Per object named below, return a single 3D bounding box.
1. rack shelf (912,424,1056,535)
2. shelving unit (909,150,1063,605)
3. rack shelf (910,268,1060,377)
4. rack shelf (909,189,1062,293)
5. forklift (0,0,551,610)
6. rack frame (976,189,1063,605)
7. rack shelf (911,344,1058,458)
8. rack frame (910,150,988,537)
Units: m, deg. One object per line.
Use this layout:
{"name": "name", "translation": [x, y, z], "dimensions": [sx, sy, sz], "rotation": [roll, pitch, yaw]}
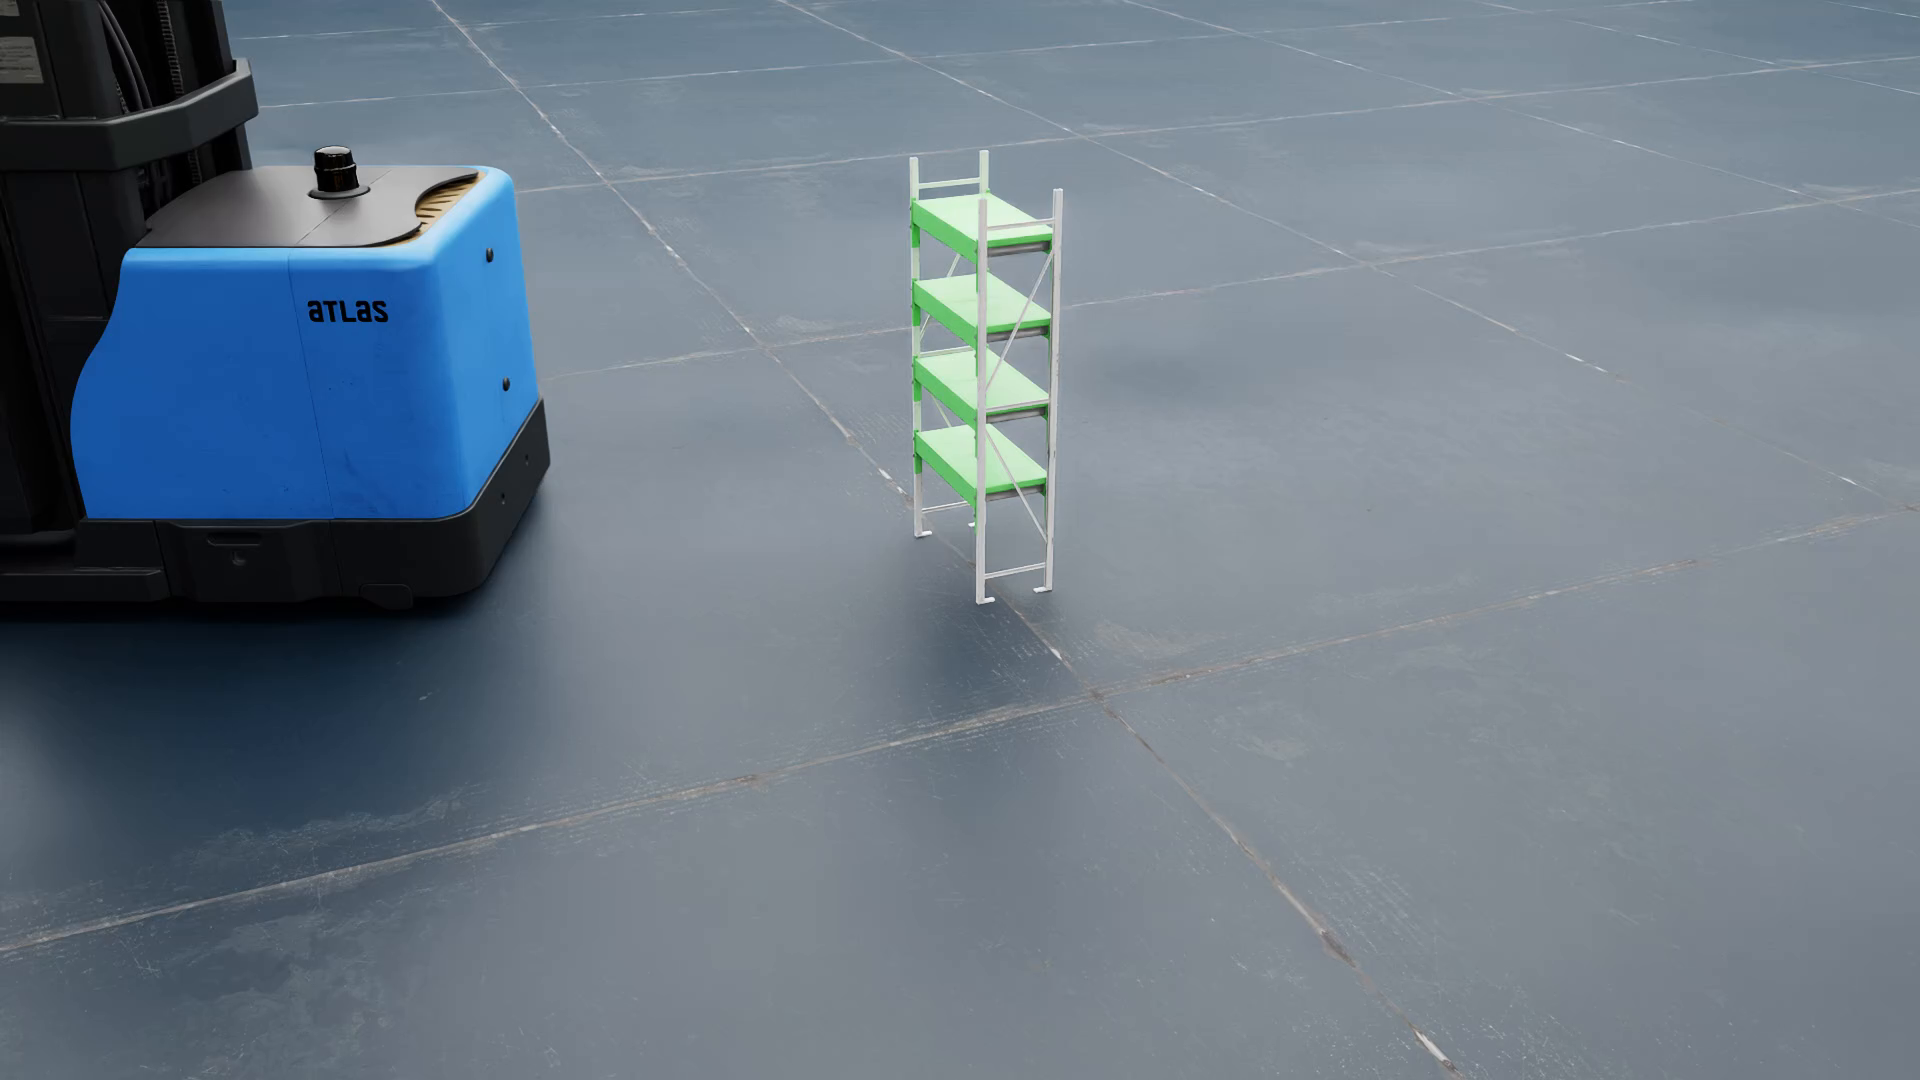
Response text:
{"name": "rack shelf", "translation": [0.065, -0.199, 4.983], "dimensions": [0.258, 0.148, 0.480], "rotation": [-11, 28, -21]}
{"name": "shelving unit", "translation": [0.065, -0.472, 4.850], "dimensions": [0.258, 1.200, 0.503], "rotation": [-11, 28, -21]}
{"name": "rack shelf", "translation": [0.065, -0.631, 4.773], "dimensions": [0.258, 0.148, 0.480], "rotation": [-11, 28, -21]}
{"name": "rack shelf", "translation": [0.065, -0.846, 4.667], "dimensions": [0.258, 0.148, 0.480], "rotation": [-11, 28, -21]}
{"name": "forklift", "translation": [-2.897, -1.322, 4.617], "dimensions": [3.031, 2.935, 1.130], "rotation": [0, 26, 0]}
{"name": "rack frame", "translation": [0.160, -0.374, 4.648], "dimensions": [0.240, 1.200, 0.015], "rotation": [-11, 28, -21]}
{"name": "rack shelf", "translation": [0.065, -0.415, 4.878], "dimensions": [0.258, 0.148, 0.480], "rotation": [-11, 28, -21]}
{"name": "rack frame", "translation": [-0.031, -0.571, 5.052], "dimensions": [0.240, 1.200, 0.015], "rotation": [-11, 28, -21]}
